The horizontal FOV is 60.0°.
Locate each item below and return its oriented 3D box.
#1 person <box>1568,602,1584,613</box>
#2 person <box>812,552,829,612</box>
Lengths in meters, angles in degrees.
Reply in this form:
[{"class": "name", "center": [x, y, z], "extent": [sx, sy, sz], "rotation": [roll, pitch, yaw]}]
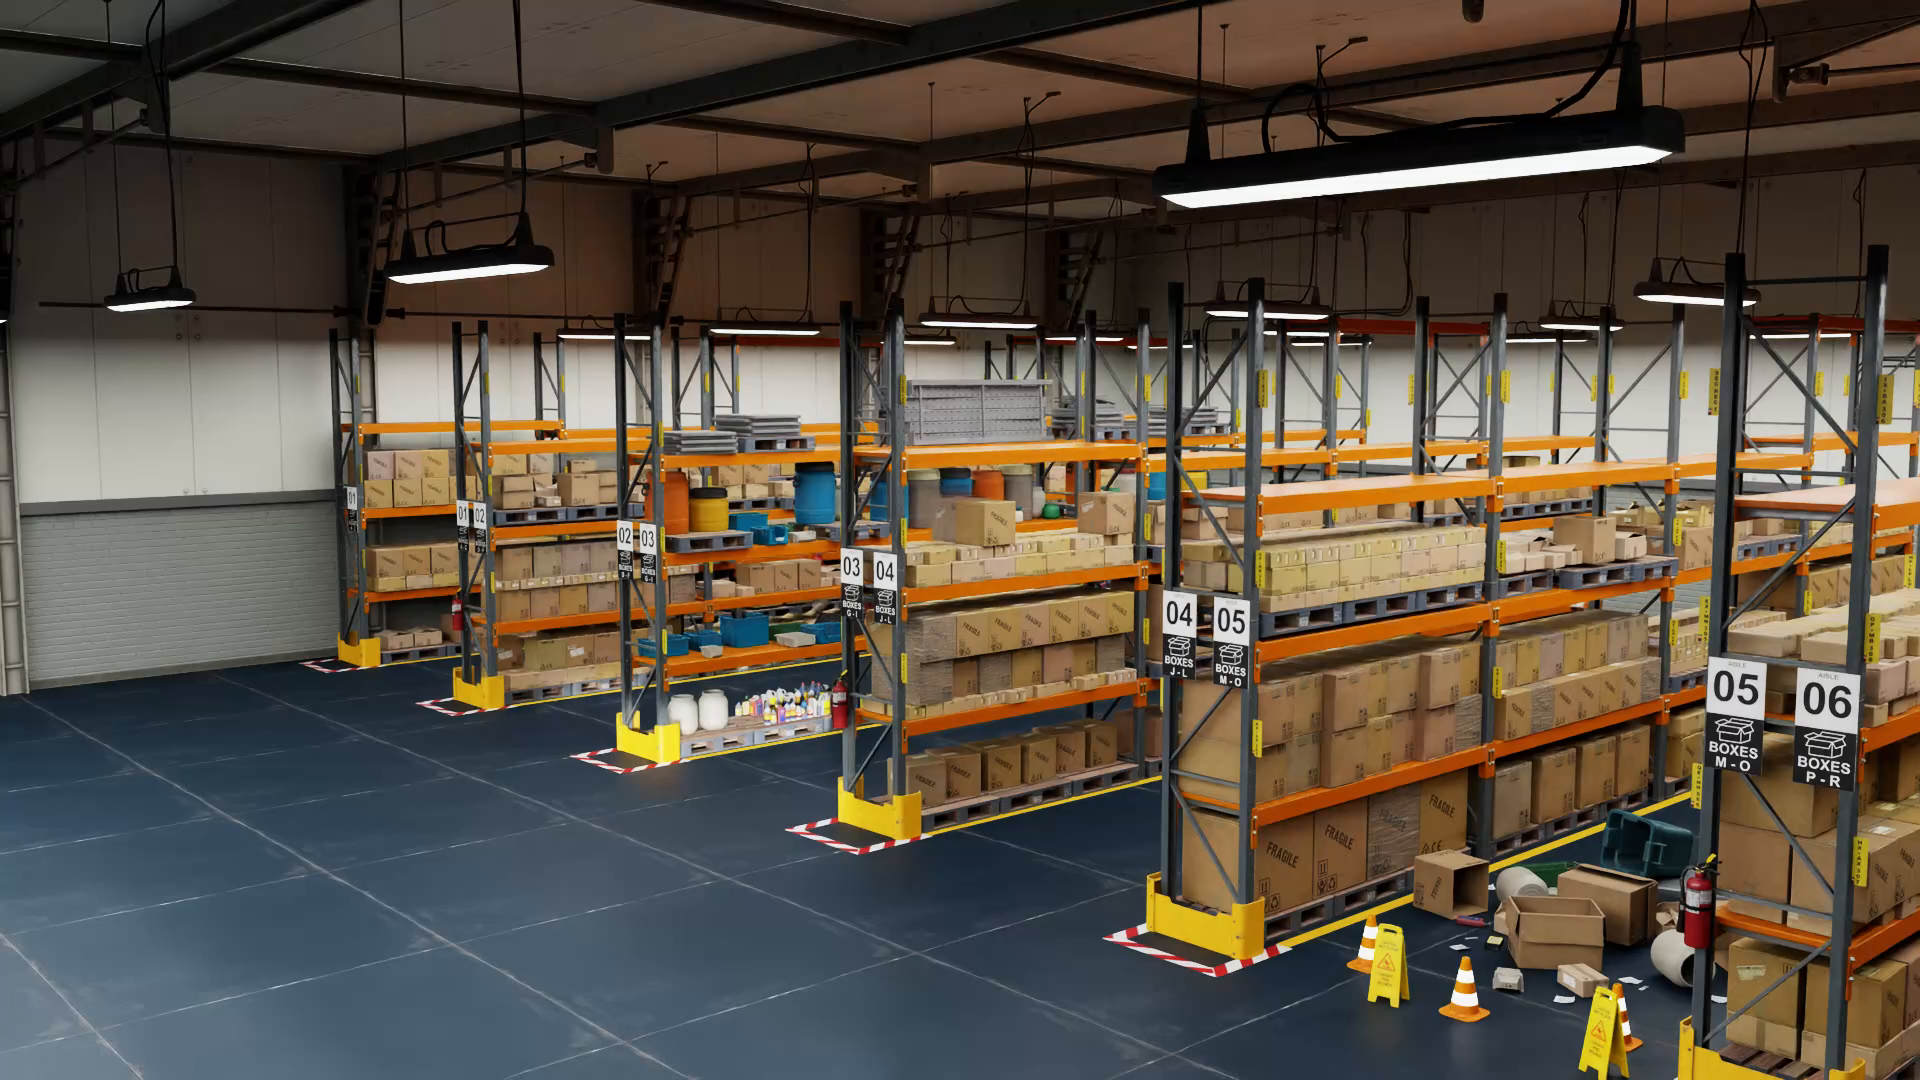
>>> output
[{"class": "person", "center": [9.451, 1.769, 25.635], "extent": [1.073, 1.715, 0.597], "rotation": [-5, 7, -39]}, {"class": "person", "center": [-2.956, 0.939, 34.090], "extent": [0.483, 1.726, 0.575], "rotation": [-1, 6, -11]}]
